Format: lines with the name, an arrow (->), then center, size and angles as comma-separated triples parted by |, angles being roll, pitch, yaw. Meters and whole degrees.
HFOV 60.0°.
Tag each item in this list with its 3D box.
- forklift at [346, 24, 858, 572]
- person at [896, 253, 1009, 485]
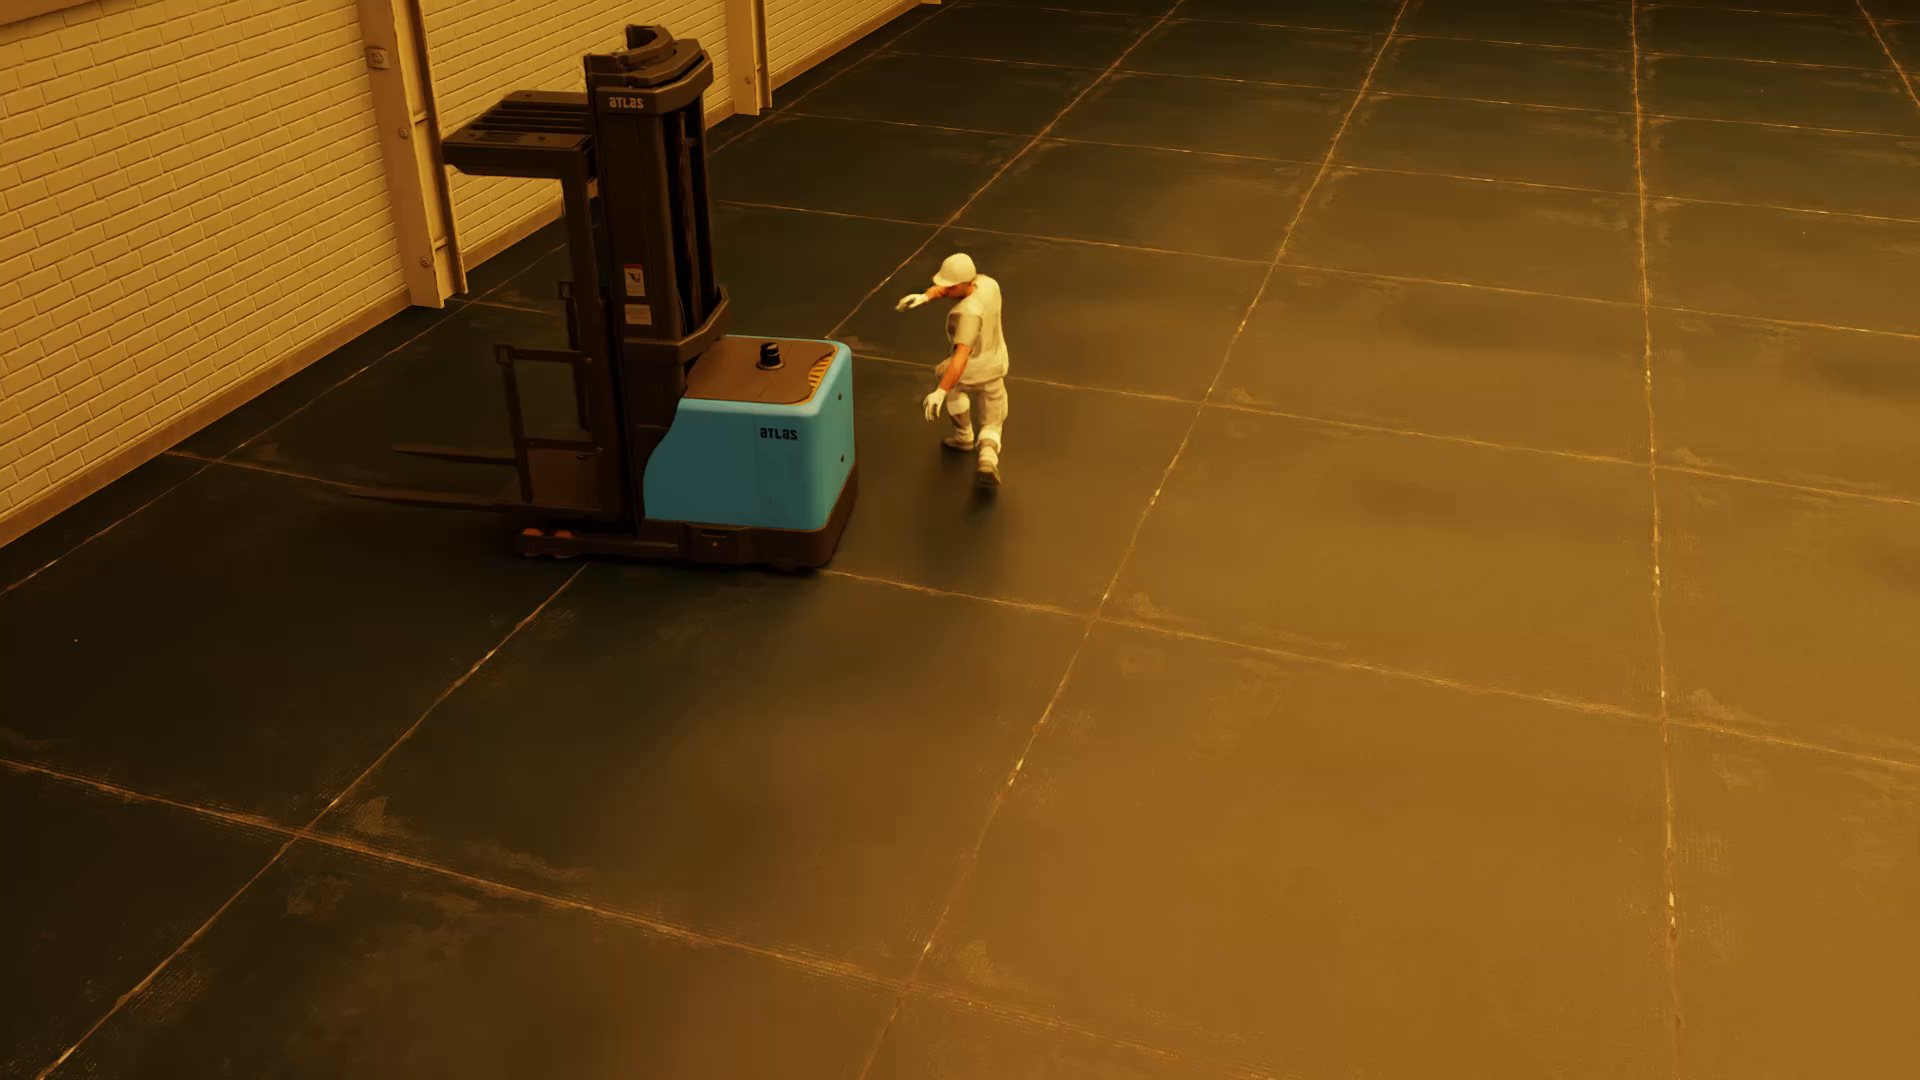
forklift -> -2.203, -1.413, 9.615 | 3.031, 2.935, 1.130 | 4, 30, 7
person -> -0.023, -1.082, 10.524 | 0.744, 1.541, 0.973 | -14, 32, -23
